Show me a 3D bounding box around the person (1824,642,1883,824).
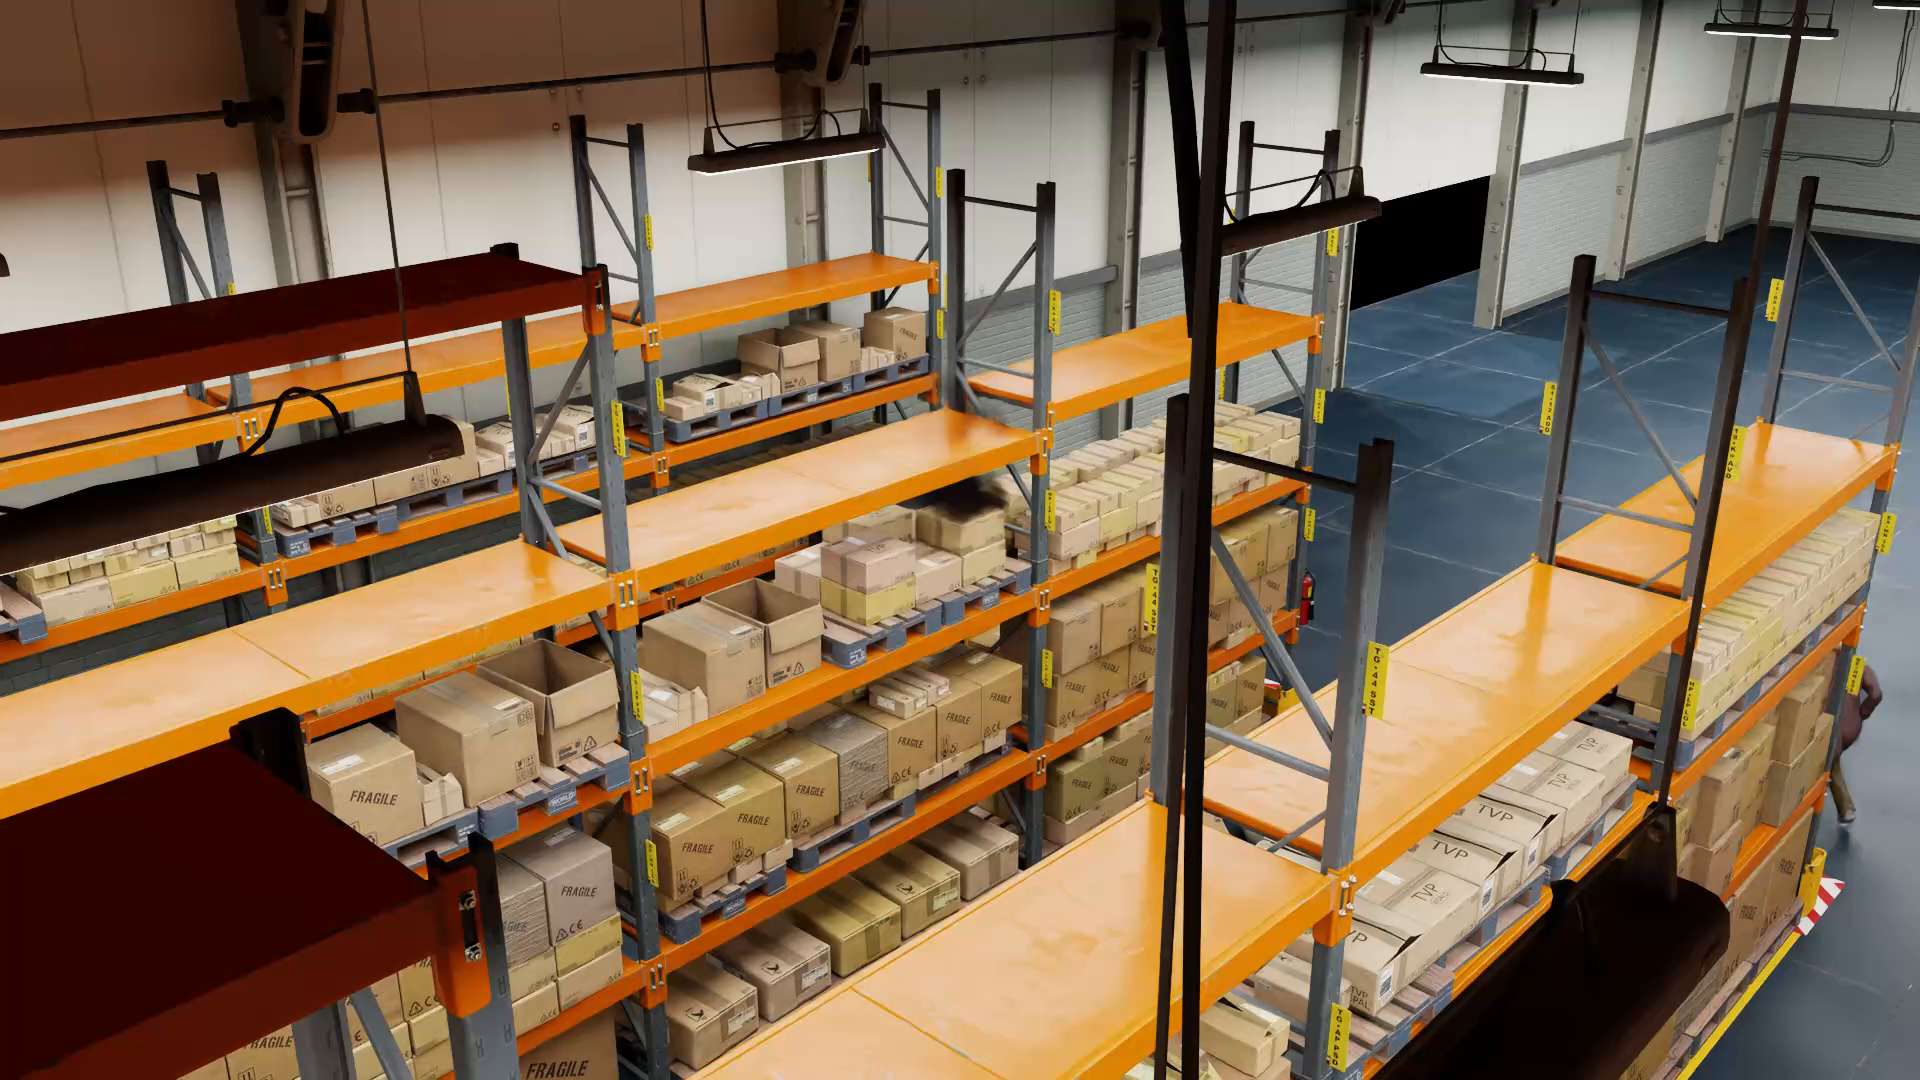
[{"bbox_3d":[8.021,1.797,15.200,0.689,1.684,1.055,3,21,8],"label":"person"}]
